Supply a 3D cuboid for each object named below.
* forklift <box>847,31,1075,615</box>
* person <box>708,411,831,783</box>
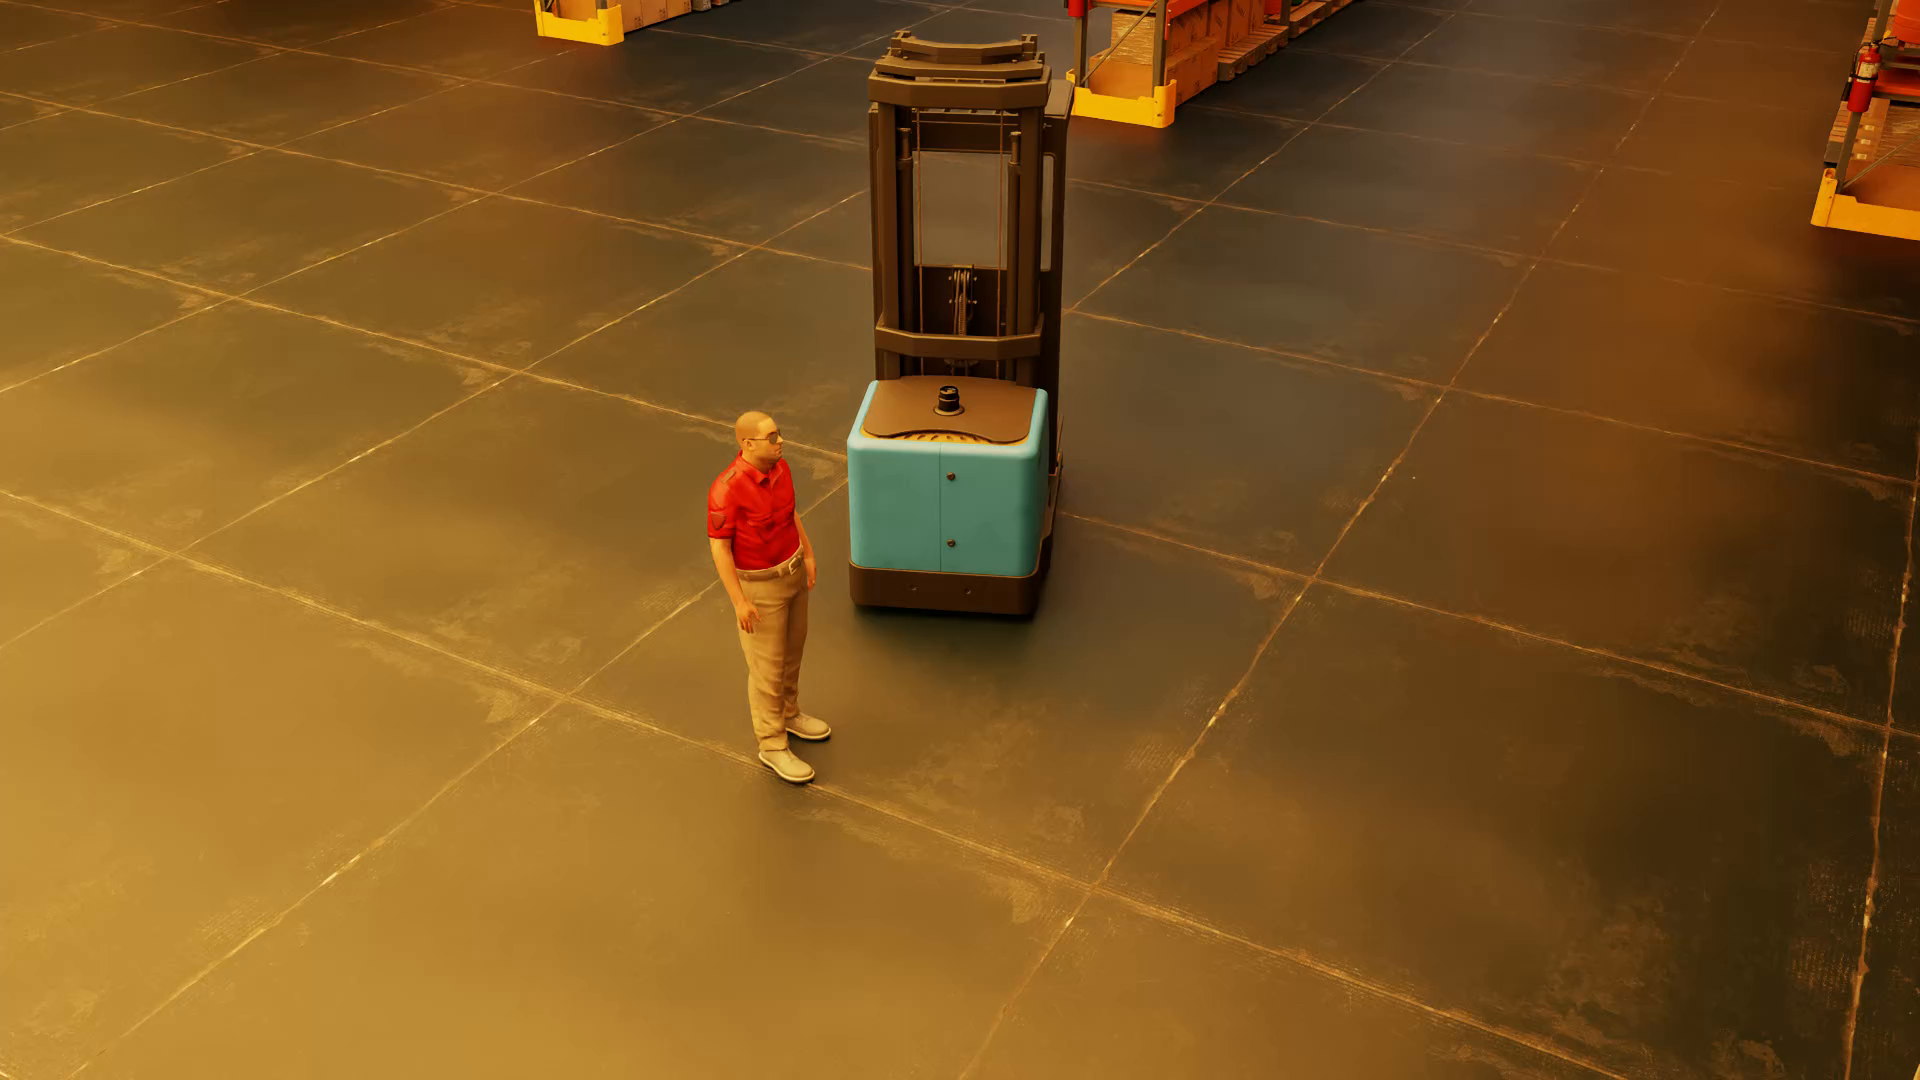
[{"bbox_3d":[0.072,-1.572,9.794,1.130,2.935,3.031,3,30,6],"label":"forklift"},{"bbox_3d":[-0.827,0.230,7.859,0.550,1.727,0.642,15,33,24],"label":"person"}]
